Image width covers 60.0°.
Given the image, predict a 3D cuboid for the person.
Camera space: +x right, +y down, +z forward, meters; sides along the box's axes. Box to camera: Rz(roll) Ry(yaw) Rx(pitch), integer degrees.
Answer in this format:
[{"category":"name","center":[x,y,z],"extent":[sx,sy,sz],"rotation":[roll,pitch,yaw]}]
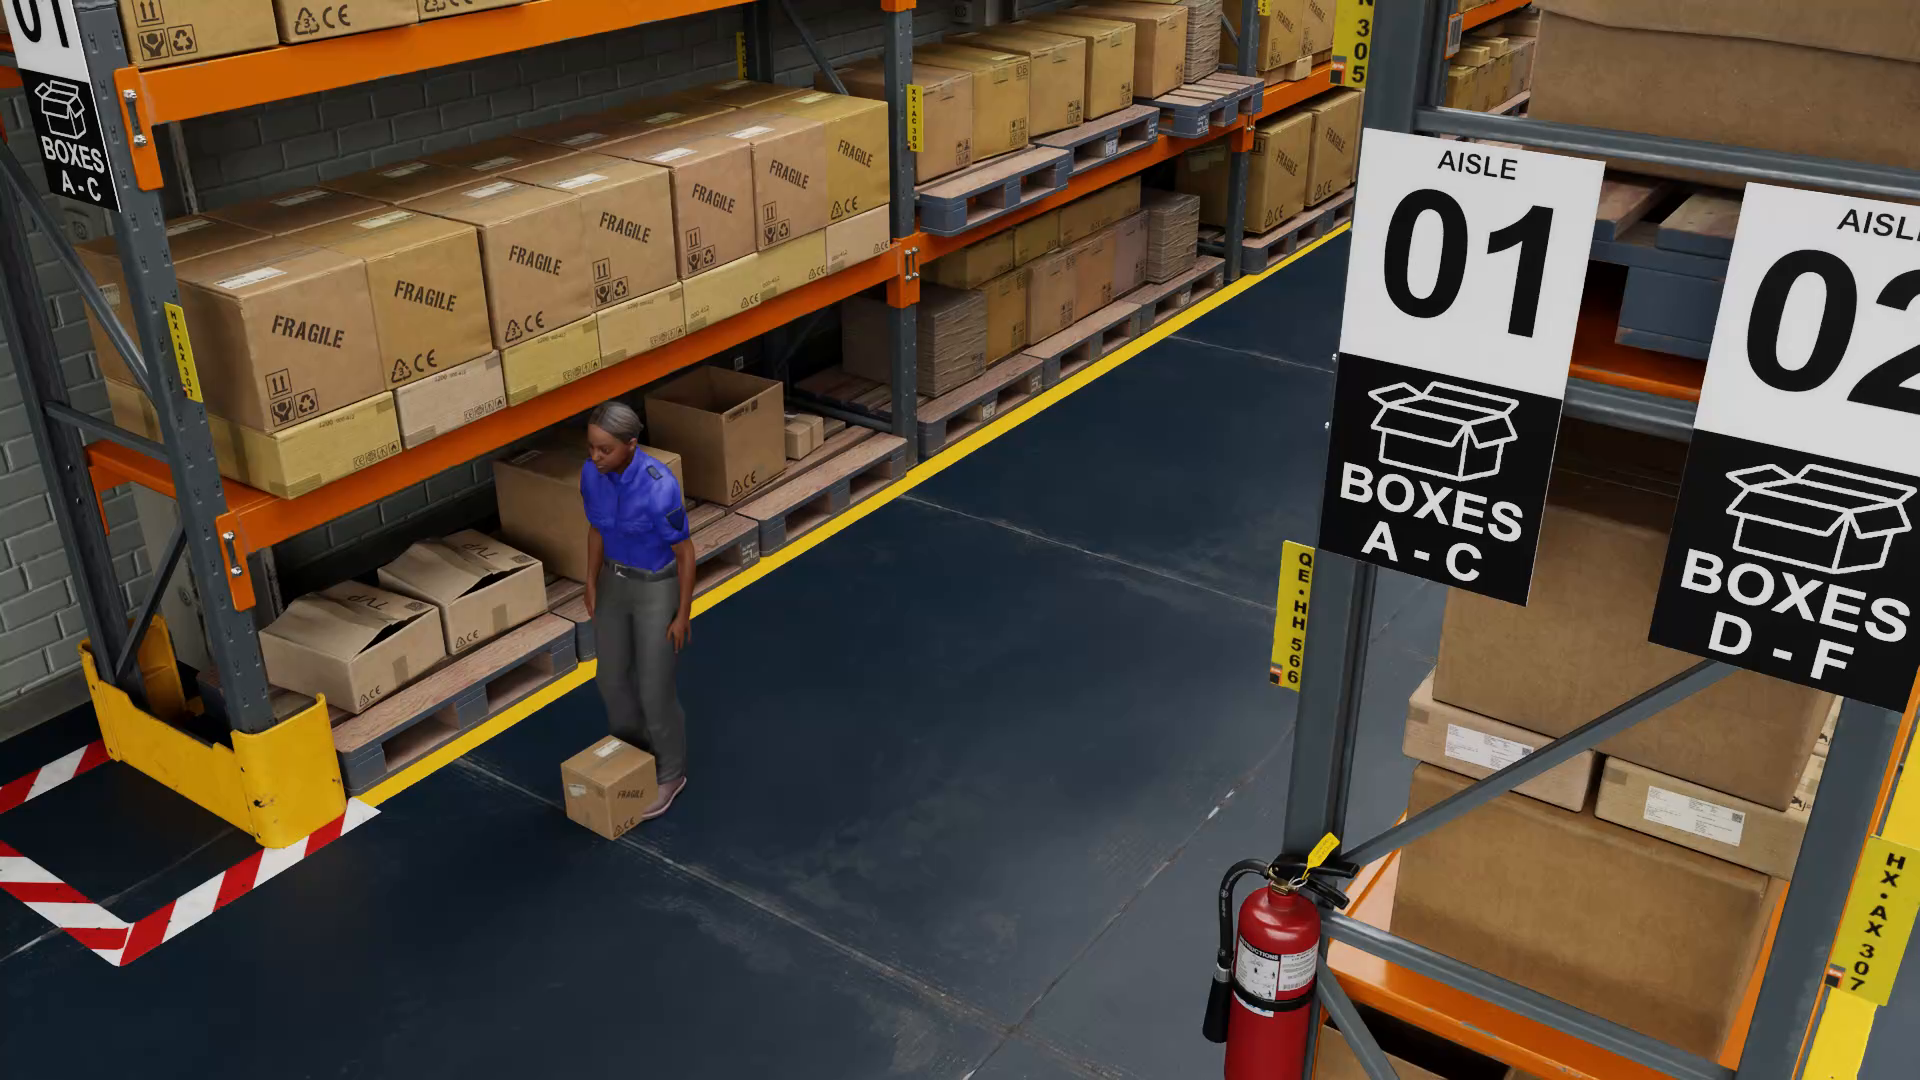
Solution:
[{"category":"person","center":[-1.220,0.234,6.167],"extent":[0.518,1.653,0.402],"rotation":[16,31,28]}]
